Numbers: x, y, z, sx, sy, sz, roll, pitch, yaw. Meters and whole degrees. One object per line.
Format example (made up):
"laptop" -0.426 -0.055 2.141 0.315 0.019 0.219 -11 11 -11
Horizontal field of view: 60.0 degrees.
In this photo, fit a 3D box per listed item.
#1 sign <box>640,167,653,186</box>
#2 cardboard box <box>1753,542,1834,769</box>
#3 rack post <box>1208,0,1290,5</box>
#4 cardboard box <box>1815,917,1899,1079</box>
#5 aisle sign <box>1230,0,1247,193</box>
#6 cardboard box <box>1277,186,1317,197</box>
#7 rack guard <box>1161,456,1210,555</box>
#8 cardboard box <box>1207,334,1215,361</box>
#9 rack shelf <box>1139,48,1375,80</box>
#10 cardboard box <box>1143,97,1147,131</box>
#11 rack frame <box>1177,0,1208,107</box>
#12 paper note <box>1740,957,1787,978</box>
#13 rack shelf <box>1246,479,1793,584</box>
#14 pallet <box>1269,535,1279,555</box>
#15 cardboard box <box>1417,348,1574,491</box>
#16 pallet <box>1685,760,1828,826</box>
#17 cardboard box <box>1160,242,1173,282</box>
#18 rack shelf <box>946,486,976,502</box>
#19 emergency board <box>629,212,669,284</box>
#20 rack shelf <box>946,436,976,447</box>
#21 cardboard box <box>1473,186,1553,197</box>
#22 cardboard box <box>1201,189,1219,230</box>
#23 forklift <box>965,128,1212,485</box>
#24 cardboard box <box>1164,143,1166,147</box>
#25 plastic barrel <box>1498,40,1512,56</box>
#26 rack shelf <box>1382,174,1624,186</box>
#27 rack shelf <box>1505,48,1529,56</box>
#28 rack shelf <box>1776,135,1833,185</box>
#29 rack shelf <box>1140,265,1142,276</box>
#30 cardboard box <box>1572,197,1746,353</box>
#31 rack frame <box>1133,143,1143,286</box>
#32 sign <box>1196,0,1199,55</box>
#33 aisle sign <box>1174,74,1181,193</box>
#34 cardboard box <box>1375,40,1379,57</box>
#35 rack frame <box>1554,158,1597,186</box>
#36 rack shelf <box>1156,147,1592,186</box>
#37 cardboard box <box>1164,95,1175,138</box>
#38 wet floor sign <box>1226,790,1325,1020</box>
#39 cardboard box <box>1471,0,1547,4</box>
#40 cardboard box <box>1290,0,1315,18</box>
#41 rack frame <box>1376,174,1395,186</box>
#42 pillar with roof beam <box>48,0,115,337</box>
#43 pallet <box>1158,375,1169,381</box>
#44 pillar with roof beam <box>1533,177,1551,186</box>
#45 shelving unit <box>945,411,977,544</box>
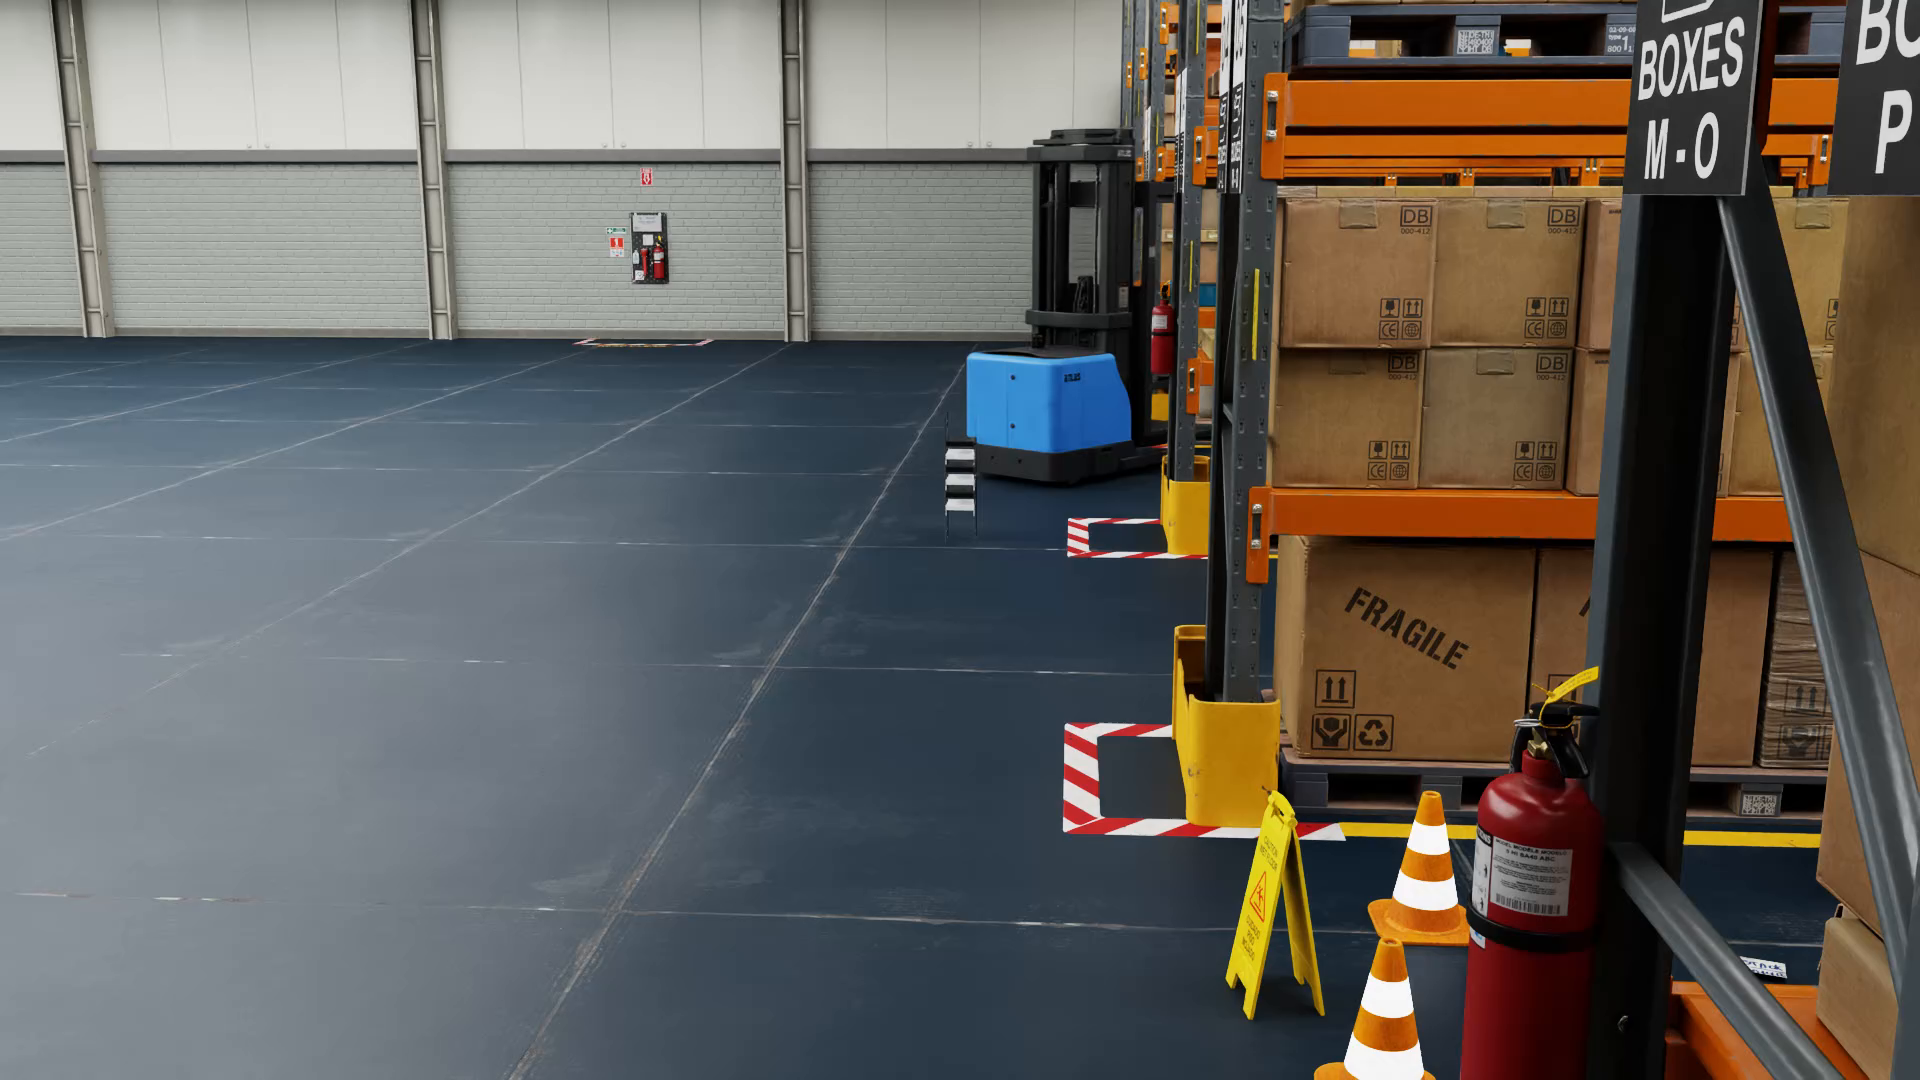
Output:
"sign" -5.148 -5.967 27.308 0.199 0.298 0.001 1 12 4
"cardboard box" 3.590 0.381 6.784 0.875 0.875 0.875 1 12 4
"rack post" 2.630 -5.153 15.645 0.954 0.300 0.937 2 12 10
"cardboard box" 1.279 0.623 2.076 0.250 0.149 0.380 1 12 6
"aisle sign" 1.031 -1.686 6.152 0.004 0.787 0.394 1 12 4
"cardboard box" 2.084 -2.106 11.099 0.500 0.500 0.500 1 12 4
"rack guard" 1.629 -0.261 11.795 0.348 0.500 1.175 1 12 4
"cardboard box" 1.822 -1.310 11.318 0.250 0.149 0.380 1 12 4
"rack shelf" 4.215 -5.871 20.588 4.000 0.370 1.077 1 12 4
"cardboard box" 2.915 -6.483 25.373 0.500 0.500 0.500 0 12 0
"rack frame" 1.554 -4.422 10.930 0.127 3.000 1.000 1 12 4
"paper note" 2.531 1.348 5.253 0.142 0.017 0.144 5 13 23
"rack shelf" 3.117 -0.094 6.649 4.000 0.370 1.077 1 12 4
"pallet" 2.438 -0.101 11.737 1.213 0.211 1.003 1 12 4
"cardboard box" 2.045 -0.548 6.697 0.550 0.550 0.875 1 12 4
"pallet" 3.138 0.903 6.934 1.213 0.211 1.003 1 12 4
"cardboard box" 2.684 -3.549 21.165 0.500 0.500 0.700 1 12 4
"rack shelf" 0.008 -0.320 11.701 0.200 0.077 0.258 1 12 4
"emergency board" -5.147 -4.812 27.447 0.643 1.169 0.194 1 12 4
"rack shelf" 0.008 -0.672 11.627 0.200 0.077 0.258 1 12 4
"cardboard box" 3.581 -2.086 11.001 0.500 0.500 0.500 1 12 4
"cardboard box" 3.262 -4.177 21.000 0.500 0.500 0.700 0 12 2
"forklift" 1.406 -2.134 14.809 1.130 2.935 3.031 10 16 41
"cardboard box" 2.980 -6.094 25.957 0.500 0.500 0.500 2 12 8
"plastic barrel" 4.890 -4.397 15.888 0.708 0.901 0.600 1 12 4
"rack shelf" 8.533 -5.555 25.431 4.000 0.370 1.077 1 12 4
"rack shelf" 8.206 -5.816 20.327 4.000 0.370 1.077 1 12 4
"rack shelf" 7.540 -2.520 10.918 4.000 0.370 1.077 1 12 4
"rack shelf" 4.542 -4.142 26.000 4.000 0.370 1.077 1 12 4
"cardboard box" 2.594 -1.039 6.403 0.550 0.550 0.875 1 12 4
"rack frame" 2.219 -3.509 21.219 0.127 3.000 1.000 1 12 4
"sign" 1.518 -3.271 10.618 0.005 0.325 0.100 1 12 4
"aisle sign" 1.512 -2.820 11.575 0.004 0.787 0.394 1 12 4
"cardboard box" 3.117 -3.424 11.291 0.500 0.500 0.500 1 12 4
"rack frame" 5.876 -2.443 16.120 0.127 3.000 1.000 1 12 4
"rack shelf" 3.880 -3.586 16.017 4.000 0.370 1.077 1 12 4
"cardboard box" 2.792 -5.293 20.802 0.637 0.503 0.797 2 12 8
"wet floor sign" 0.960 1.083 5.016 0.232 0.644 0.267 -1 12 -6
"cardboard box" 1.946 -1.996 6.004 0.250 0.149 0.380 1 12 4
"cardboard box" 1.476 -2.138 6.681 0.250 0.149 0.380 1 12 4
"rack frame" 6.538 -4.467 25.795 0.127 3.000 1.000 1 12 4
"pillar with roof beam" -14.945 -6.992 23.214 0.400 9.000 9.100 1 12 4
"pallet" 2.985 -2.143 21.495 1.213 0.211 1.003 1 12 4
"pillar with roof beam" 9.002 -6.663 21.645 0.400 9.000 9.100 1 12 4
"shelving unit" 0.008 -0.440 11.675 0.210 0.900 0.258 1 12 4
